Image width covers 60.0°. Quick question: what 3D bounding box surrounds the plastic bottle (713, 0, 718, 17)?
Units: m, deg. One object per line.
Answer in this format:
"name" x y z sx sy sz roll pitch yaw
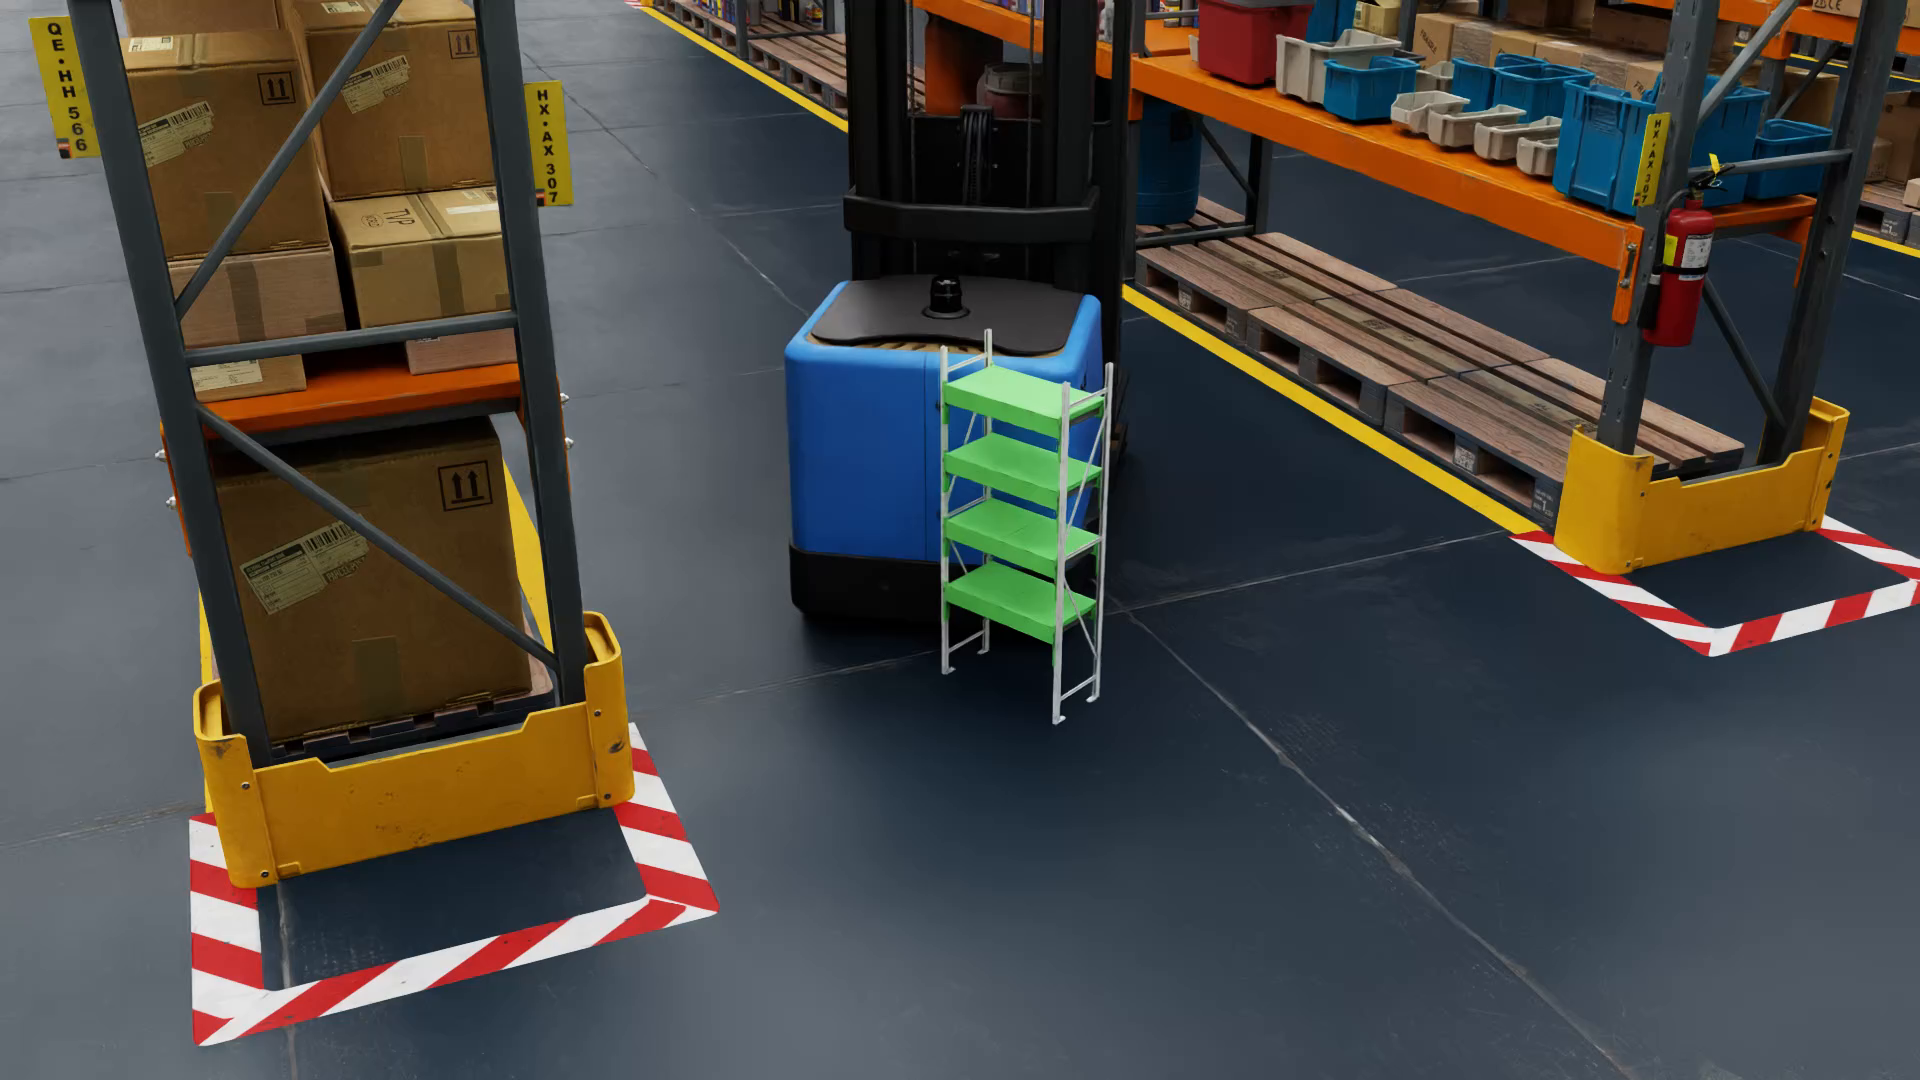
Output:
"plastic bottle" -2.521 -5.681 17.570 0.152 0.276 0.135 -10 28 -20

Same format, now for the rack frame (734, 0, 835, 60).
"rack frame" -1.742 -6.223 16.076 1.000 3.000 0.127 -11 28 -21

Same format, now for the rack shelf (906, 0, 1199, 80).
"rack shelf" 0.608 -3.477 11.273 1.077 0.370 4.000 -11 28 -21

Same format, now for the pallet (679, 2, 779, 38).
"pallet" -2.448 -5.741 18.268 1.003 0.211 1.213 -11 28 -21

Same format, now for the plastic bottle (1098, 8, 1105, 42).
"plastic bottle" 0.868 -3.049 9.803 0.097 0.201 0.097 0 26 0

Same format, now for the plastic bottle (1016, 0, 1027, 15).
"plastic bottle" 0.455 -3.540 10.723 0.152 0.276 0.135 -11 28 -21

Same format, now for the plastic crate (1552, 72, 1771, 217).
"plastic crate" 2.654 -1.524 6.344 0.616 0.435 0.499 -11 28 -21

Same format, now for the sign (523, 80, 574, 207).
"sign" -1.087 -1.045 4.394 0.100 0.325 0.005 -11 28 -21

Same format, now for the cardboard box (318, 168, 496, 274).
"cardboard box" -1.749 -1.042 5.298 0.500 0.250 0.500 -11 28 -21

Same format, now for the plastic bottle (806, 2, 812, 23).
"plastic bottle" -1.543 -5.449 17.179 0.097 0.201 0.097 0 26 0

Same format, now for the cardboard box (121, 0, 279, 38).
"cardboard box" -2.820 -1.899 6.197 0.500 0.500 0.500 -11 28 -22

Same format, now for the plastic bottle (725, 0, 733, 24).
"plastic bottle" -2.335 -5.518 17.150 0.144 0.351 0.185 -12 29 -23

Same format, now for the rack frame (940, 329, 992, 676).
"rack frame" 0.020 -0.109 5.606 0.015 1.200 0.240 21 33 36

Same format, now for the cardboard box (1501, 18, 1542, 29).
"cardboard box" 4.966 -4.195 14.270 0.500 0.500 0.500 -9 28 -19

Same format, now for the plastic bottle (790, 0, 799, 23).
"plastic bottle" -1.713 -5.511 17.213 0.061 0.283 0.133 -11 28 -21

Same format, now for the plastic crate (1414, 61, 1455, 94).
"plastic crate" 2.349 -2.250 8.172 0.293 0.136 0.466 -11 28 -21

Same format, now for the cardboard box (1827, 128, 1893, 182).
"cardboard box" 5.915 -2.625 11.272 0.500 0.311 0.500 -11 28 -21

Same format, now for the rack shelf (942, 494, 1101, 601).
"rack shelf" 0.205 0.018 5.490 0.480 0.148 0.258 21 33 36

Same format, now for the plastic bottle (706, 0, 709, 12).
"plastic bottle" -2.673 -5.773 17.844 0.097 0.201 0.097 0 26 0

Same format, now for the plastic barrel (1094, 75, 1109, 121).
"plastic barrel" 0.916 -2.747 10.871 0.600 0.901 0.708 -11 28 -21

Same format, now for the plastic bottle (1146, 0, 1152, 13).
"plastic bottle" 1.198 -3.563 10.771 0.152 0.276 0.135 -11 28 -21

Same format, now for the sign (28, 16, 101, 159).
"sign" -2.105 -1.066 3.926 0.100 0.325 0.005 -11 28 -21

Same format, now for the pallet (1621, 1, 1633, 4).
"pallet" 8.162 -5.865 18.521 1.003 0.211 1.213 -11 28 -21

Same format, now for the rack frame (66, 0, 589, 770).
"rack frame" -1.600 -0.527 4.411 1.000 3.000 0.127 -11 28 -21

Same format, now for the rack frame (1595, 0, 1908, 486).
"rack frame" 2.957 -1.378 6.154 1.000 3.000 0.127 -11 28 -21

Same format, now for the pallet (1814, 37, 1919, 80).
"pallet" 9.180 -4.726 16.189 1.003 0.211 1.213 -11 28 -21

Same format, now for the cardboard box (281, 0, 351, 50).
"cardboard box" -1.944 -1.581 5.546 0.500 0.500 0.500 -11 28 -22

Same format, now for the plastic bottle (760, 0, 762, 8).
"plastic bottle" -2.166 -5.920 18.145 0.097 0.201 0.097 0 26 0

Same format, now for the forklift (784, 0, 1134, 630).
"forklift" 0.150 -1.610 6.707 1.130 2.935 3.031 5 26 9

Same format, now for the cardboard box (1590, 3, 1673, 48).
"cardboard box" 5.396 -4.097 13.216 0.500 0.250 0.500 -11 28 -22

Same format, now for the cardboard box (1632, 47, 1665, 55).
"cardboard box" 5.577 -3.571 12.992 0.500 0.500 0.500 -10 28 -20

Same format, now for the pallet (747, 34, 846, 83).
"pallet" -1.399 -4.659 16.052 1.003 0.211 1.213 -11 28 -21

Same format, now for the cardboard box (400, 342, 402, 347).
"cardboard box" -1.537 -0.718 5.087 0.380 0.149 0.250 -11 28 -21

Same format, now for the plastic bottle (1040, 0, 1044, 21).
"plastic bottle" 0.599 -3.392 10.420 0.152 0.276 0.135 -11 28 -21

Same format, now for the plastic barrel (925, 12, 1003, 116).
"plastic barrel" 0.032 -3.627 12.754 0.600 0.830 0.708 -11 28 -21

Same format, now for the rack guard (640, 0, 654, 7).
"rack guard" -3.236 -6.692 19.886 1.175 0.500 0.348 -11 28 -21

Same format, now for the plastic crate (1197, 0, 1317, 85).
"plastic crate" 1.510 -2.645 8.608 0.402 0.464 0.583 -11 28 -21

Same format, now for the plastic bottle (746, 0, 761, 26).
"plastic bottle" -2.127 -5.465 17.043 0.144 0.351 0.185 -11 28 -21

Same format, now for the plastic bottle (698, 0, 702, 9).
"plastic bottle" -2.813 -5.935 18.080 0.061 0.283 0.133 -10 28 -20

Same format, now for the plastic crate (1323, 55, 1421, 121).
"plastic crate" 1.917 -2.115 7.785 0.416 0.233 0.300 -11 28 -21

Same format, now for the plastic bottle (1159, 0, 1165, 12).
"plastic bottle" 1.320 -3.434 10.591 0.097 0.201 0.097 0 26 0

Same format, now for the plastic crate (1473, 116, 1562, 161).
"plastic crate" 2.371 -1.704 7.054 0.396 0.136 0.243 -11 28 -21

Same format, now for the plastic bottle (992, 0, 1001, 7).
"plastic bottle" 0.298 -3.730 11.028 0.144 0.351 0.185 -11 28 -21

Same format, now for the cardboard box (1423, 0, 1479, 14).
"cardboard box" 4.449 -4.924 15.433 0.500 0.311 0.500 -10 28 -19

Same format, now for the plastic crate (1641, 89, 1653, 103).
"plastic crate" 2.906 -1.752 7.042 0.416 0.233 0.300 -11 28 -21

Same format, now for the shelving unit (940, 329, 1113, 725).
"shelving unit" 0.205 -0.039 5.462 0.503 1.200 0.258 21 33 36

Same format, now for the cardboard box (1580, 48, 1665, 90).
"cardboard box" 5.111 -3.471 12.787 0.500 0.500 0.500 -10 28 -20

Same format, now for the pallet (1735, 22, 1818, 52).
"pallet" 8.635 -5.373 17.514 1.003 0.211 1.213 -11 28 -21

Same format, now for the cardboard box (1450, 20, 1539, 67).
"cardboard box" 4.509 -4.089 14.053 0.500 0.500 0.500 -12 28 -22

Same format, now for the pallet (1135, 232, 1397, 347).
"pallet" 1.715 -1.450 9.479 1.003 0.211 1.213 -11 28 -21
